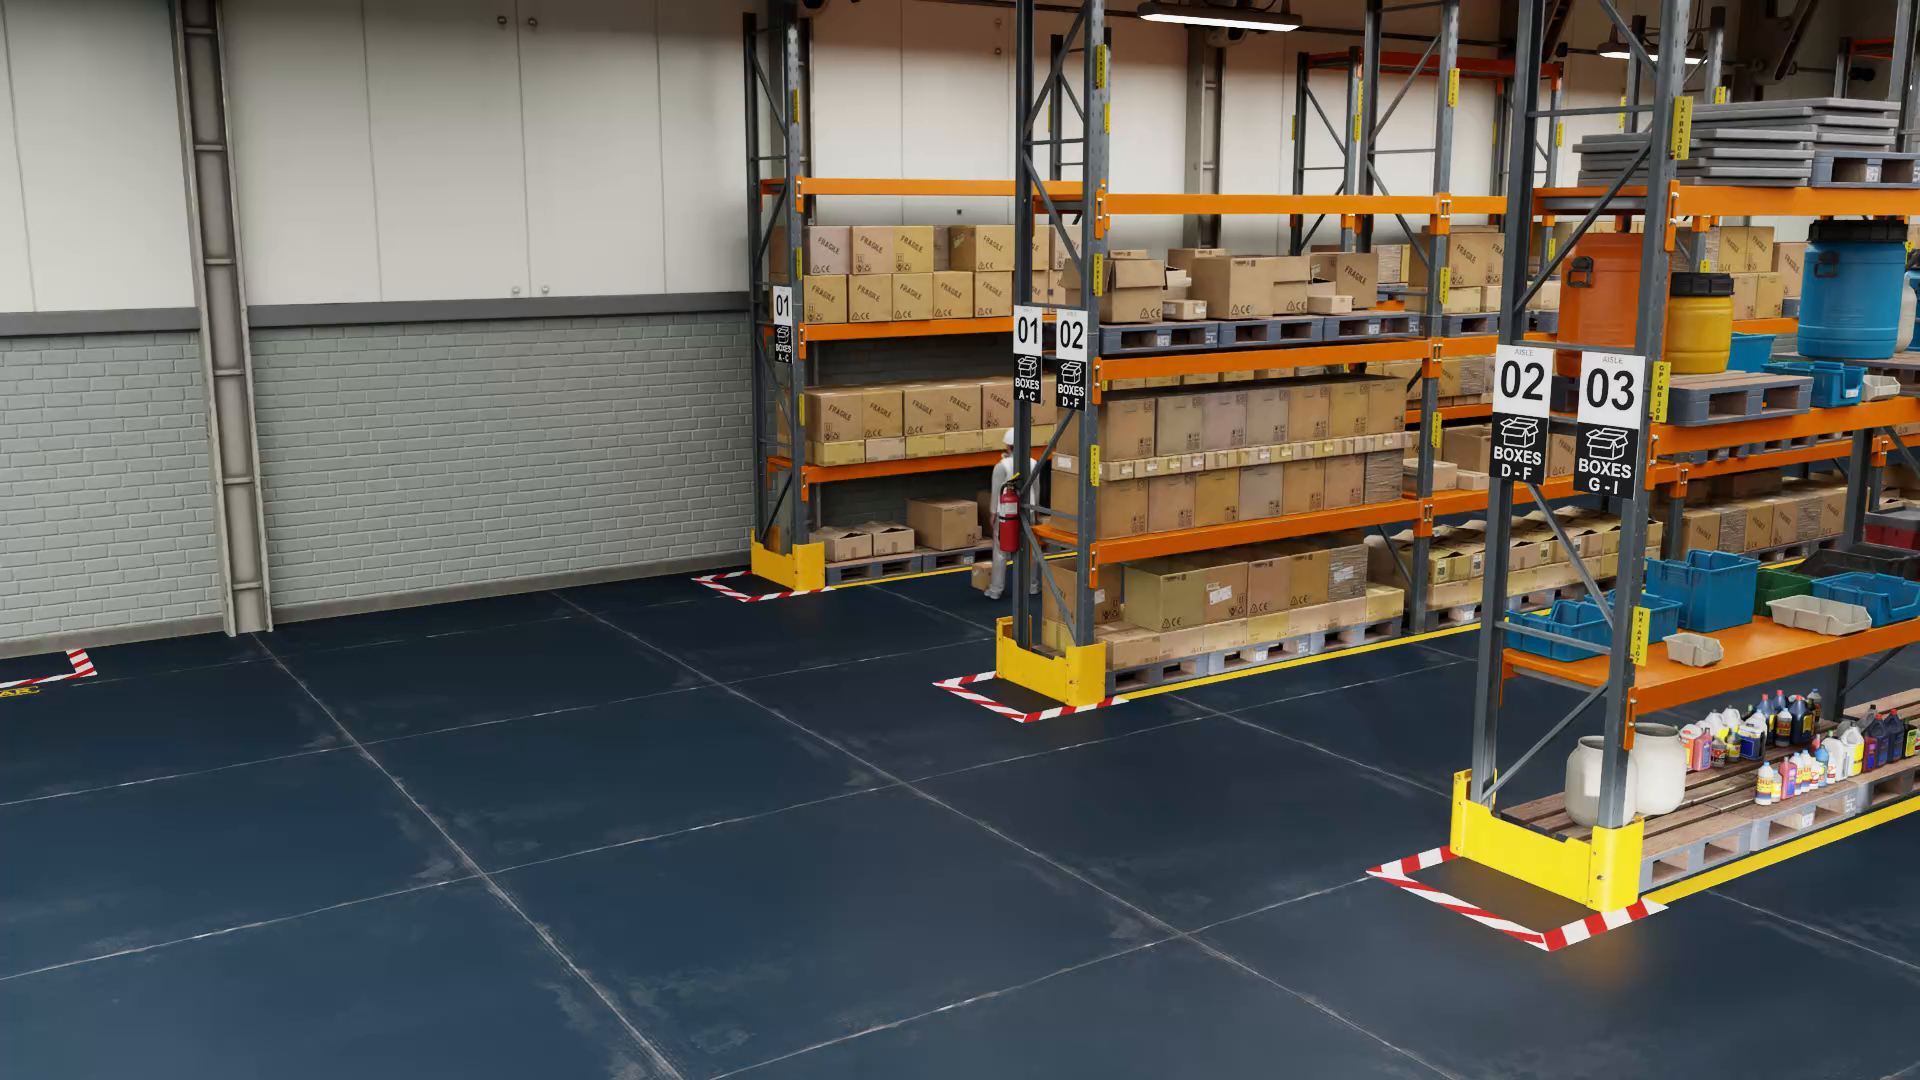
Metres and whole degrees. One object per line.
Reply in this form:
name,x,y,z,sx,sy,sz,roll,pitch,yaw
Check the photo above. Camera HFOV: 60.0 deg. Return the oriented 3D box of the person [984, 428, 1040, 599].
person,0.542,-0.288,17.307,0.589,1.778,0.394,-5,12,-24
